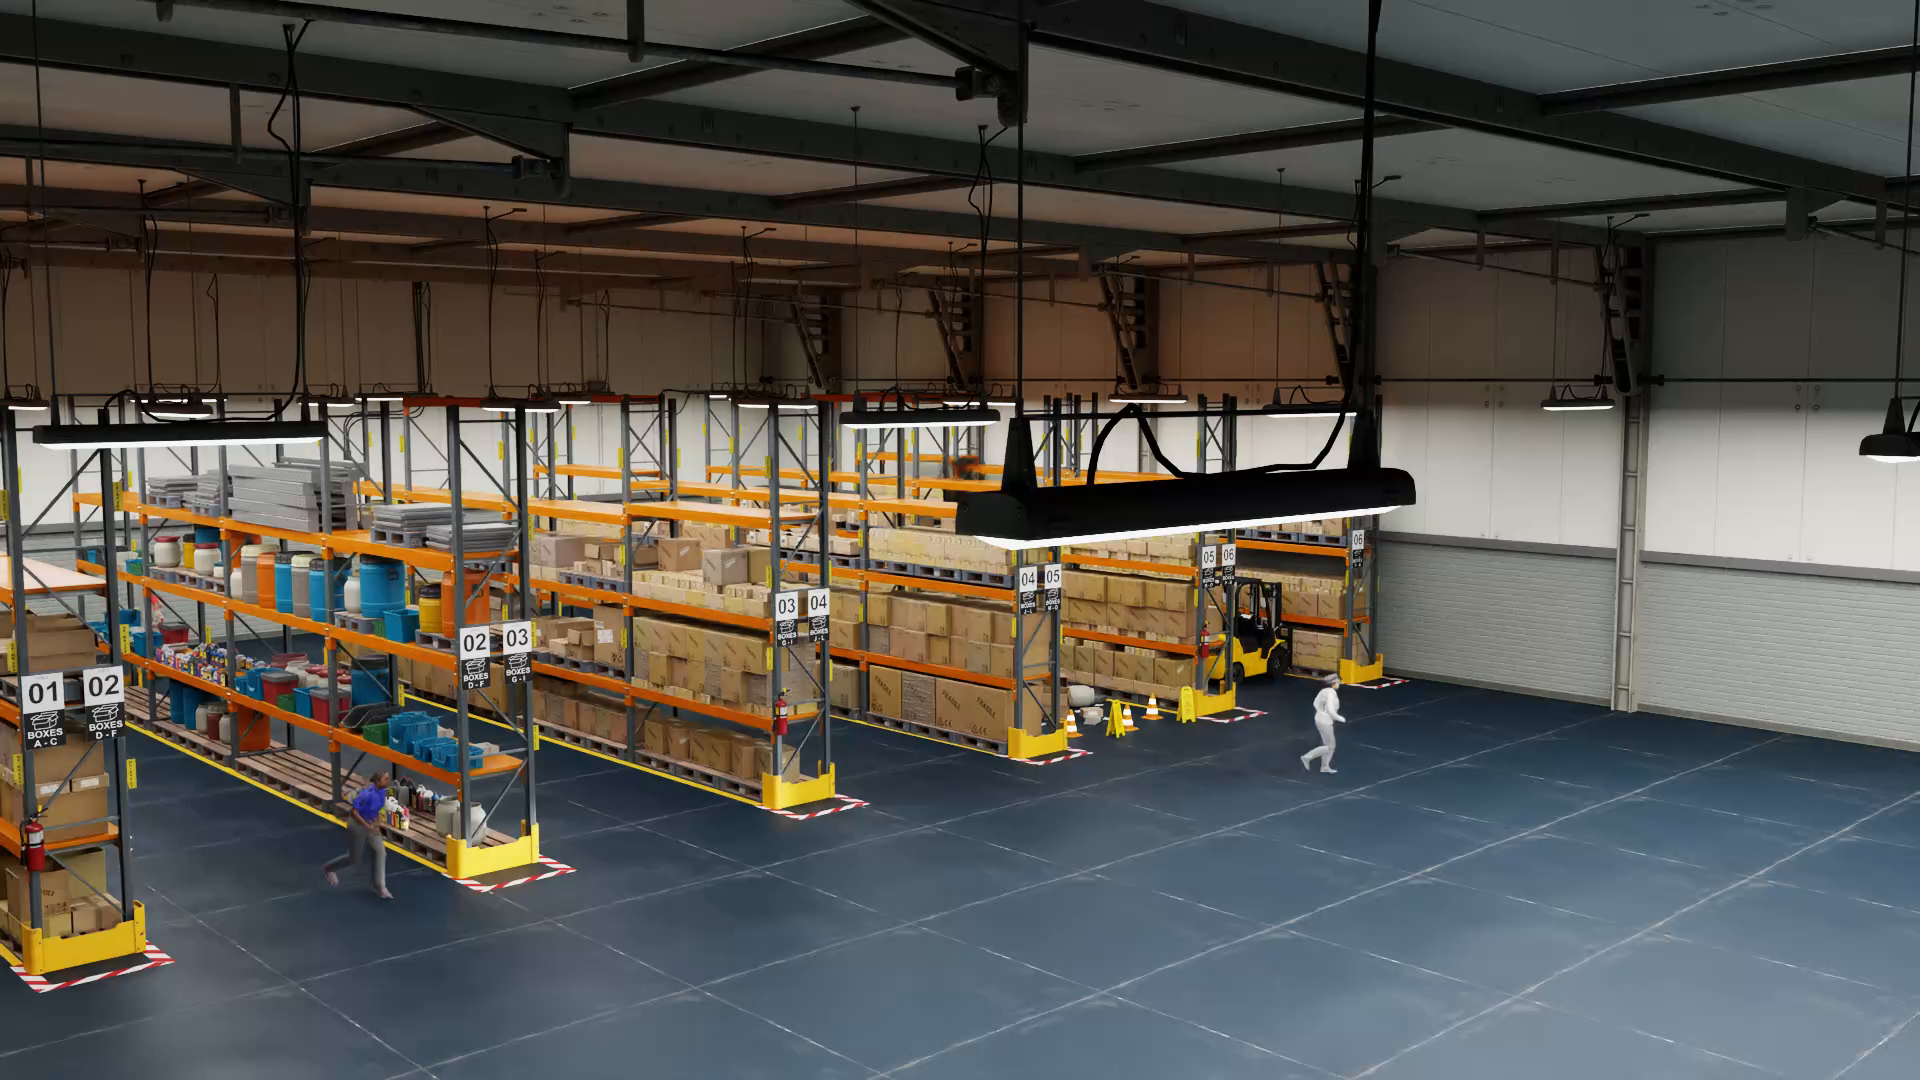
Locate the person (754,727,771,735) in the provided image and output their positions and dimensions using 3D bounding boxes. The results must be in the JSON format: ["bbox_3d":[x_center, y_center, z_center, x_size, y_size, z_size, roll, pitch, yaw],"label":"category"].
[{"bbox_3d":[-3.457,2.668,29.617,0.590,1.629,0.615,3,6,27],"label":"person"}]

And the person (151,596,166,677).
[{"bbox_3d":[-17.189,2.047,35.522,0.571,1.723,0.749,-2,6,-21],"label":"person"}]

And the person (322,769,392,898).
[{"bbox_3d":[-7.417,3.596,20.466,0.960,1.601,0.598,1,6,10],"label":"person"}]

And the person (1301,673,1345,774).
[{"bbox_3d":[5.812,2.952,26.697,0.714,1.636,0.614,0,6,-2],"label":"person"}]

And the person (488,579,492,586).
[{"bbox_3d":[-11.057,1.739,38.974,0.667,1.719,0.726,-1,6,-15],"label":"person"}]
